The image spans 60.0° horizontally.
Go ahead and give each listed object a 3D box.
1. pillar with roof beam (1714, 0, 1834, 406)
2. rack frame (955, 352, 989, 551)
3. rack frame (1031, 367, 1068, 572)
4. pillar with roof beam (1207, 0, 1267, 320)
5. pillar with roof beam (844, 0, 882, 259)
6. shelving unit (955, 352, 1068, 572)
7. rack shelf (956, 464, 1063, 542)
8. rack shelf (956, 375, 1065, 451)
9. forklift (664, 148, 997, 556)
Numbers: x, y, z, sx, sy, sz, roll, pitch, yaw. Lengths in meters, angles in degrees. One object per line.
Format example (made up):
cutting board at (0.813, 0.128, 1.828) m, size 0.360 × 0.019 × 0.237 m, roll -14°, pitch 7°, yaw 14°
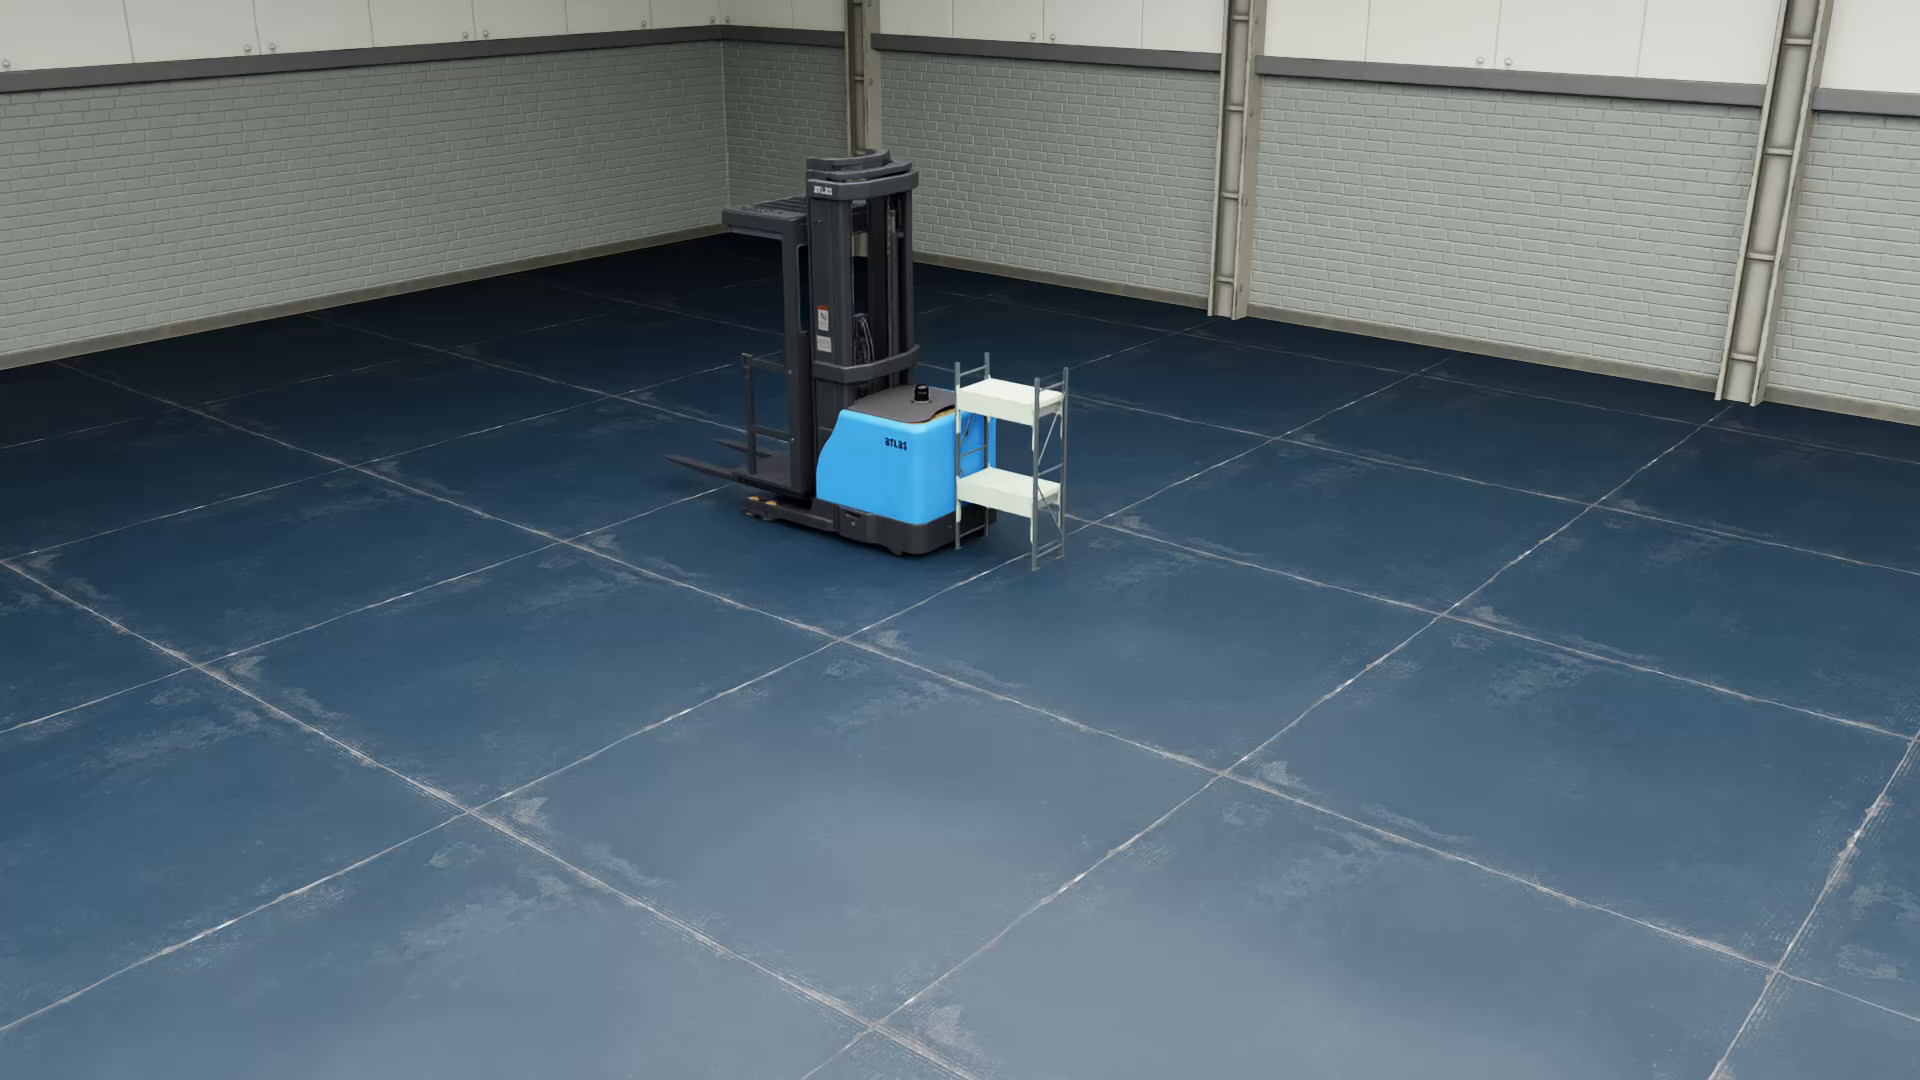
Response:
pillar with roof beam at (5.227, -4.466, 12.257) m, size 0.400 × 9.000 × 9.100 m, roll 16°, pitch 26°, yaw 36°
rack frame at (0.093, -0.677, 12.838) m, size 0.023 × 1.500 × 0.400 m, roll 15°, pitch 26°, yaw 35°
rack frame at (0.670, -0.518, 12.417) m, size 0.023 × 1.500 × 0.400 m, roll 15°, pitch 26°, yaw 35°
pillar with roof beam at (0.579, -5.805, 15.807) m, size 0.400 × 9.000 × 9.100 m, roll 16°, pitch 26°, yaw 36°
pillar with roof beam at (-4.069, -7.143, 19.357) m, size 0.400 × 9.000 × 9.100 m, roll 16°, pitch 26°, yaw 36°
shelving unit at (0.382, -0.598, 12.628) m, size 0.755 × 1.500 × 0.431 m, roll 15°, pitch 26°, yaw 35°
rack shelf at (0.382, -0.293, 12.743) m, size 0.720 × 0.370 × 0.431 m, roll 15°, pitch 26°, yaw 35°
rack shelf at (0.382, -0.963, 12.490) m, size 0.720 × 0.370 × 0.431 m, roll 15°, pitch 26°, yaw 35°
forklift at (-1.177, -1.654, 13.401) m, size 3.031 × 2.935 × 1.130 m, roll 15°, pitch 26°, yaw 35°
